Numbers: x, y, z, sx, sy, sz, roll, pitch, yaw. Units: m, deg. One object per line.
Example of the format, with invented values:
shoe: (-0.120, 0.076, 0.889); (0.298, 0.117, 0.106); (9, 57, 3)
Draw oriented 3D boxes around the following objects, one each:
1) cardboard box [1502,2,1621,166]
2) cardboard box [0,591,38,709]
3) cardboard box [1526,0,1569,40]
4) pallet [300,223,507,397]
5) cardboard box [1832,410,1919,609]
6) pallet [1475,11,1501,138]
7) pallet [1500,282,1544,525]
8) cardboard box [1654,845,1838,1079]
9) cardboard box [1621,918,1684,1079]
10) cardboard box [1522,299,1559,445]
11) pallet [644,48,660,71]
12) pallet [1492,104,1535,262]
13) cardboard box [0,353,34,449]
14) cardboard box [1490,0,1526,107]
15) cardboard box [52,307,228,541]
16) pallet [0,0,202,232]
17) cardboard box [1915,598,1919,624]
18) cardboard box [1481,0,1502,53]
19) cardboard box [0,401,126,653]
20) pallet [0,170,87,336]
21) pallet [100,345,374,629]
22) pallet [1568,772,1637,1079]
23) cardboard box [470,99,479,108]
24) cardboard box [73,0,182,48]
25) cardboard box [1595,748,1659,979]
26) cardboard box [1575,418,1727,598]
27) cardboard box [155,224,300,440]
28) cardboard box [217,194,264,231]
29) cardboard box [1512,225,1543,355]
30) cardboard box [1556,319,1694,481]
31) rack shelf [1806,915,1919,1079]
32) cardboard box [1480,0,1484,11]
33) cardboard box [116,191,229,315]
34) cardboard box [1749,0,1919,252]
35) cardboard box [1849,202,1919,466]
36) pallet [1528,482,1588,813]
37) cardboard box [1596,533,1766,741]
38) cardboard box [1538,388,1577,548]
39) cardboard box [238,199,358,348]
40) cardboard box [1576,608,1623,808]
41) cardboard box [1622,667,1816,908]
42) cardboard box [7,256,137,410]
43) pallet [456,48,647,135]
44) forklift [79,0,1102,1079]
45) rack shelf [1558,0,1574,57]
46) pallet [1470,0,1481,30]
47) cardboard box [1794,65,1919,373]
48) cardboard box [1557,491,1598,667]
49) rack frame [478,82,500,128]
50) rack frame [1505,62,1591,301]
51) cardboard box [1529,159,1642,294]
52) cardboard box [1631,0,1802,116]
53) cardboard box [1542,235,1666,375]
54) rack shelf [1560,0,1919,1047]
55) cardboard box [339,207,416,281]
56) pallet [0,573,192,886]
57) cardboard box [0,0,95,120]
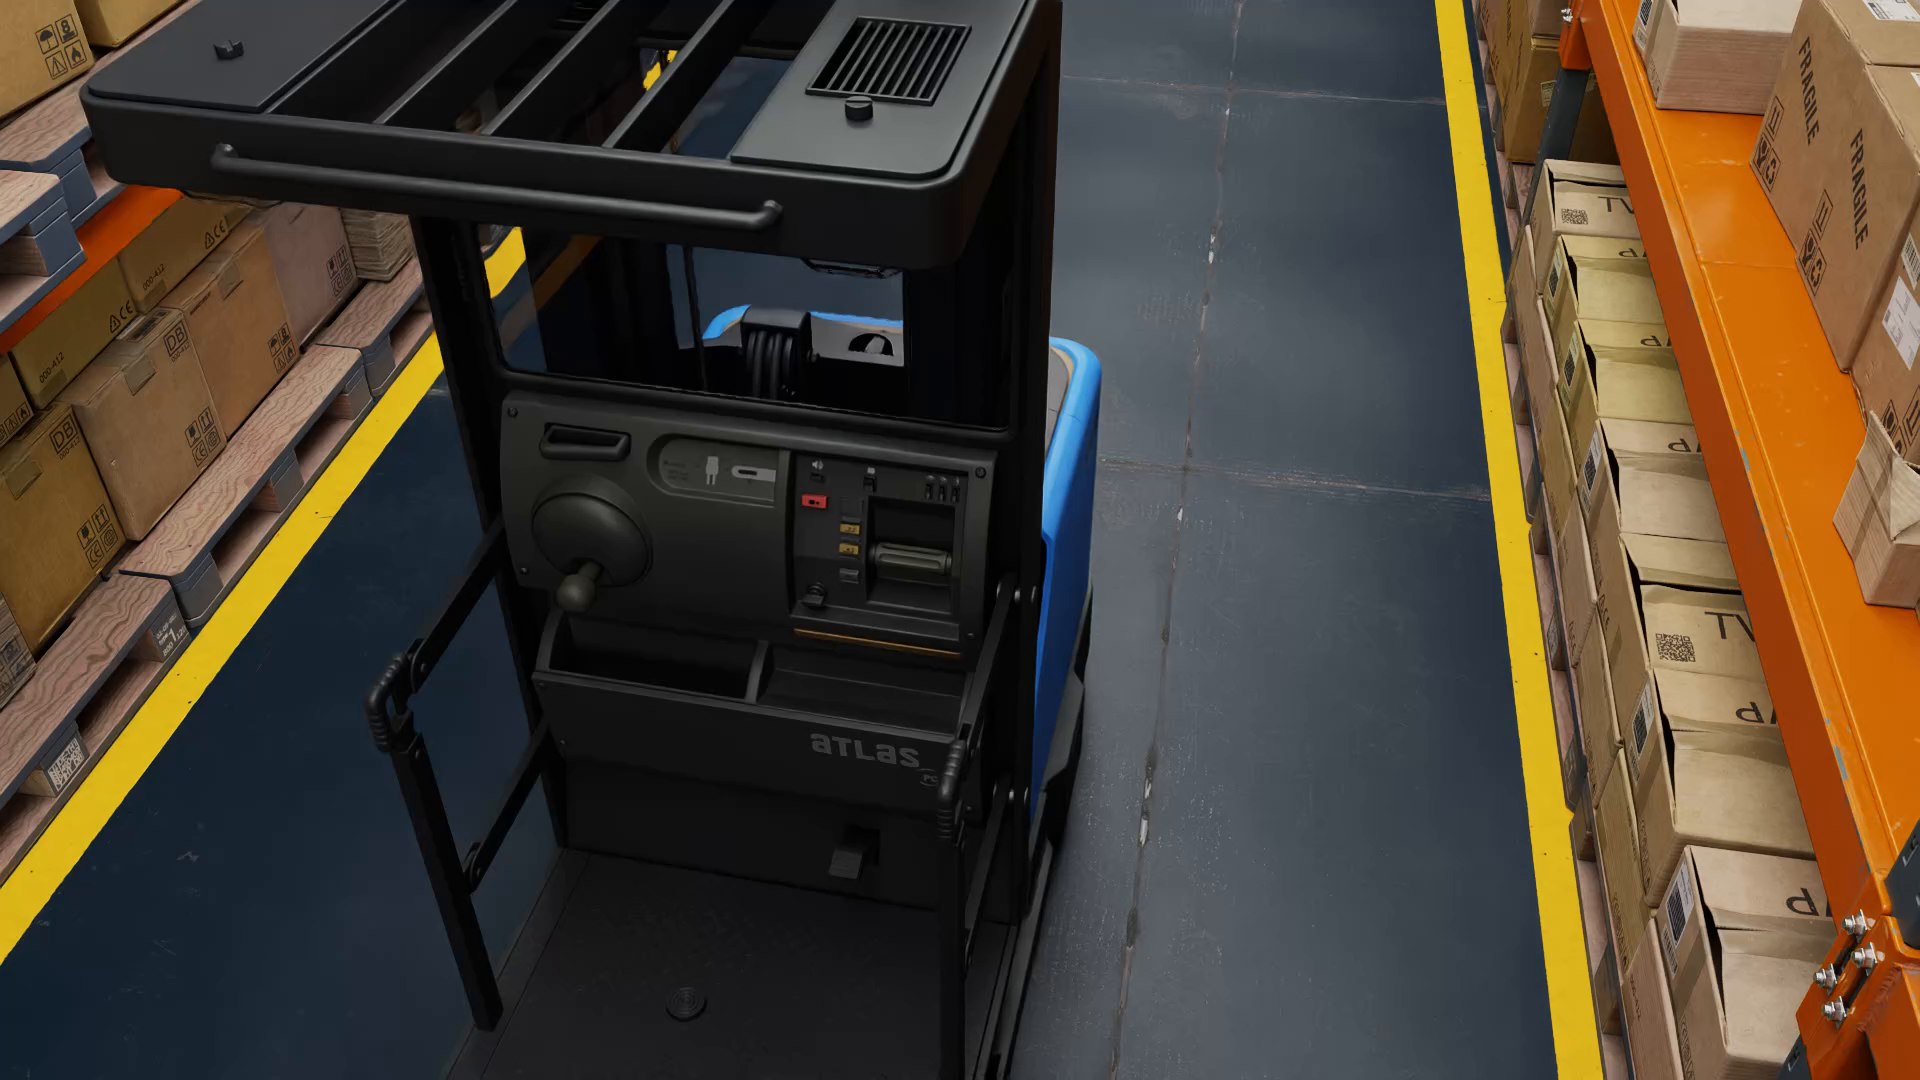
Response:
cardboard box: (2.517, -1.852, 6.752); (0.500, 0.500, 0.500); (8, 40, 9)
cardboard box: (-2.875, 0.264, 4.193); (0.700, 0.500, 0.500); (8, 40, 9)
cardboard box: (2.522, -2.177, 6.557); (0.500, 0.250, 0.500); (8, 40, 9)
pallet: (-2.430, -1.012, 6.308); (1.003, 0.211, 1.213); (6, 40, 8)
cardboard box: (1.865, -0.043, 3.053); (0.396, 0.266, 0.258); (5, 40, 7)
pallet: (2.966, -2.186, 7.728); (1.003, 0.211, 1.213); (6, 40, 8)
pallet: (2.405, -0.446, 5.623); (1.003, 0.211, 1.213); (6, 40, 8)
cardboard box: (1.682, 0.874, 3.228); (0.500, 0.311, 0.500); (6, 40, 8)
cardboard box: (1.680, 1.083, 3.414); (0.500, 0.250, 0.500); (6, 40, 7)
cardboard box: (2.120, -0.523, 5.357); (0.500, 0.250, 0.500); (5, 40, 6)
pallet: (-1.869, -2.752, 8.413); (1.003, 0.211, 1.213); (6, 40, 8)
pallet: (2.753, -1.422, 6.805); (1.003, 0.211, 1.213); (6, 40, 8)
cardboard box: (-2.802, -0.302, 4.289); (0.500, 0.250, 0.500); (6, 40, 7)
cardboard box: (2.607, -2.177, 7.145); (0.500, 0.500, 0.500); (5, 40, 6)
cardboard box: (-2.707, -0.382, 4.974); (0.700, 0.500, 0.500); (7, 40, 8)
pallet: (-2.596, -1.256, 4.565); (1.003, 0.211, 1.213); (6, 40, 8)
cardboard box: (1.936, 0.222, 2.746); (0.500, 0.250, 0.500); (9, 40, 10)
cardboard box: (2.691, -2.507, 7.544); (0.500, 0.500, 0.500); (5, 40, 6)
cardboard box: (-2.835, -0.066, 4.592); (0.700, 0.500, 0.500); (6, 40, 7)
pallet: (-2.710, -0.456, 3.598); (1.003, 0.211, 1.213); (6, 40, 8)
pallet: (-2.644, -0.248, 5.385); (1.003, 0.211, 1.213); (6, 40, 8)
pallet: (1.983, 1.086, 3.771); (1.003, 0.211, 1.213); (6, 40, 8)
cardboard box: (-2.037, -2.357, 7.104); (0.750, 0.750, 0.750); (6, 40, 7)
cardboard box: (-2.559, -1.704, 4.534); (0.700, 0.500, 0.500); (6, 40, 8)
cardboard box: (1.770, 0.766, 3.798); (0.500, 0.250, 0.500); (6, 40, 7)
cardboard box: (1.945, -0.082, 4.383); (0.500, 0.311, 0.500); (6, 40, 7)
cardboard box: (-2.628, -0.700, 5.359); (0.700, 0.500, 0.500); (6, 40, 7)
cardboard box: (-2.527, -1.263, 5.452); (0.500, 0.250, 0.500); (7, 40, 9)
cardboard box: (2.206, -0.839, 5.739); (0.500, 0.250, 0.500); (6, 40, 8)
cardboard box: (2.033, -0.404, 4.773); (0.500, 0.311, 0.500); (5, 40, 6)
rack shelf: (1.548, 2.010, 1.029); (1.077, 0.370, 4.000); (6, 40, 8)
cardboard box: (2.779, -2.824, 7.928); (0.500, 0.500, 0.500); (7, 40, 8)
cardboard box: (-2.611, -0.940, 5.061); (0.500, 0.250, 0.500); (6, 40, 7)
cardboard box: (2.312, -1.016, 4.047); (0.500, 0.500, 0.500); (4, 40, 5)
cardboard box: (2.134, -0.372, 3.267); (0.500, 0.500, 0.500); (9, 40, 11)
pallet: (2.192, 0.318, 4.700); (1.003, 0.211, 1.213); (6, 40, 8)
cardboard box: (1.854, 0.233, 4.002); (0.500, 0.311, 0.500); (6, 40, 8)
cardboard box: (2.036, -0.196, 4.961); (0.500, 0.250, 0.500); (5, 40, 6)
cardboard box: (-2.570, -1.015, 5.740); (0.700, 0.500, 0.500); (6, 40, 8)
cardboard box: (1.858, 0.445, 4.186); (0.500, 0.250, 0.500); (7, 40, 9)
cardboard box: (1.766, 0.546, 3.623); (0.500, 0.311, 0.500); (7, 40, 9)
cardboard box: (-2.715, -0.629, 4.685); (0.500, 0.250, 0.500); (5, 40, 6)
pallet: (-2.083, -1.988, 7.489); (1.003, 0.211, 1.213); (6, 40, 8)
forklift: (-0.442, 0.052, 2.887); (1.130, 2.935, 3.031); (8, 40, 9)
rack shelf: (2.932, -3.011, 7.102); (1.077, 0.370, 4.000); (6, 40, 8)
pallet: (3.175, -2.954, 8.657); (1.003, 0.211, 1.213); (6, 40, 8)
cardboard box: (2.221, -0.686, 3.647); (0.500, 0.500, 0.500); (6, 40, 8)
cardboard box: (1.947, 0.126, 4.572); (0.500, 0.250, 0.500); (7, 40, 9)
rack frame: (-2.293, -2.577, 6.012); (1.000, 3.000, 0.127); (6, 40, 8)
rack frame: (2.586, -2.033, 5.355); (1.000, 3.000, 0.127); (6, 40, 8)
cardboard box: (2.206, -1.055, 5.560); (0.500, 0.311, 0.500); (8, 40, 9)
cardboard box: (2.241, -1.458, 4.730); (0.500, 0.311, 0.500); (6, 40, 7)
cardboard box: (2.124, -0.724, 5.160); (0.500, 0.311, 0.500); (5, 40, 7)
rack shelf: (2.240, -0.500, 4.066); (1.077, 0.370, 4.000); (6, 40, 8)
cardboard box: (-2.367, -1.325, 6.115); (0.700, 0.500, 0.500); (7, 40, 8)
pallet: (-2.852, 0.520, 4.456); (1.003, 0.211, 1.213); (6, 40, 8)
cardboard box: (-2.677, -1.357, 4.113); (0.700, 0.500, 0.500); (12, 41, 14)
